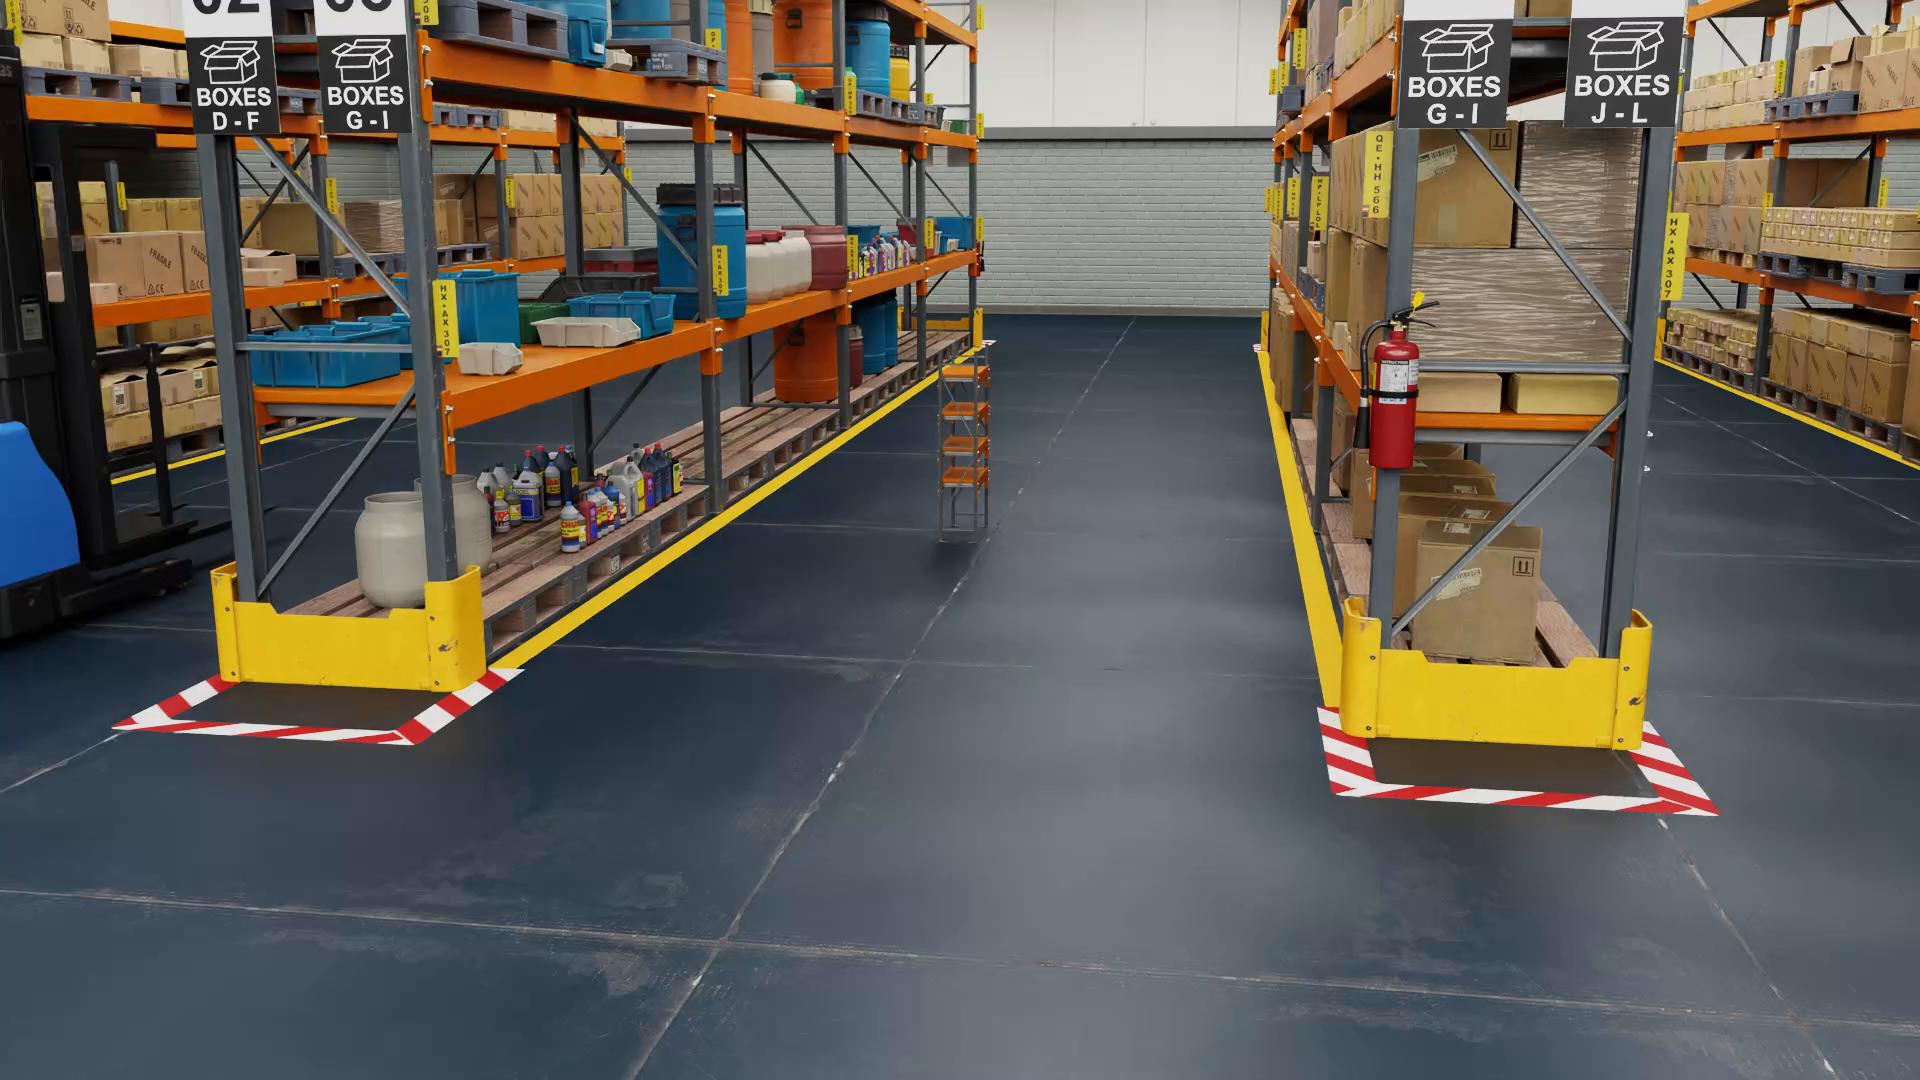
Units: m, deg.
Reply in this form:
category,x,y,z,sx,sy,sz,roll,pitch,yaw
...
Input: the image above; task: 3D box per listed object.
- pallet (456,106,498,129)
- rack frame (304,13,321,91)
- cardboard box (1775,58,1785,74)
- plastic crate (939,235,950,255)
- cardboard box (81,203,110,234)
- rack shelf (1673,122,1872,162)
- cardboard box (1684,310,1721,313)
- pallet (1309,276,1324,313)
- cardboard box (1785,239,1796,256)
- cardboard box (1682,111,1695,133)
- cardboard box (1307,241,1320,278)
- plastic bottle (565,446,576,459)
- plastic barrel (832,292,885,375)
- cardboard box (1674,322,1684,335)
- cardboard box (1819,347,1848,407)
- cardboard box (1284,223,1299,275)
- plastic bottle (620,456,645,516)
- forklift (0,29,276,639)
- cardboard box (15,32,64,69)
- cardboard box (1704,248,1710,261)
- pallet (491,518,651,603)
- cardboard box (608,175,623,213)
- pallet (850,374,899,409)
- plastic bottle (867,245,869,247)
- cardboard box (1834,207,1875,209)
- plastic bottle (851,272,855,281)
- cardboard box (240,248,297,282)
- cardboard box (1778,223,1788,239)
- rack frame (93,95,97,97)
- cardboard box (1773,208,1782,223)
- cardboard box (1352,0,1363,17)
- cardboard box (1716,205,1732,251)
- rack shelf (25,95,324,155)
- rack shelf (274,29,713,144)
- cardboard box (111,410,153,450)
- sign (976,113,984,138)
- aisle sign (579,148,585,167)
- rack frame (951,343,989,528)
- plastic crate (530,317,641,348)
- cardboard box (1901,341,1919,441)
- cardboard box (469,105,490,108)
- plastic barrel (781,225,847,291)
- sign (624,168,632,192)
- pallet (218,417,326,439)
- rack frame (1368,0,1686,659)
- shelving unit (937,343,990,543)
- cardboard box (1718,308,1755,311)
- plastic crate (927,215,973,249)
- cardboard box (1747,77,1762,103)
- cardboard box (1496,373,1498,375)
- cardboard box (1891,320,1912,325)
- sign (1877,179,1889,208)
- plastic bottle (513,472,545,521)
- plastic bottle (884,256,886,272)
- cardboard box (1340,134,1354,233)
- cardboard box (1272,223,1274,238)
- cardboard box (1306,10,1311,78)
category,x,y,z,sx,sy,sz,roll,pitch,yaw
pallet,-5.955,-4.728,18.638,1.213,0.211,1.003,2,12,9
rack frame,-6.400,-5.587,15.058,1.000,3.000,0.127,2,12,9
cardboard box,8.666,-4.890,17.166,0.380,0.149,0.250,1,12,6
plastic crate,-0.339,-3.670,20.658,0.416,0.233,0.300,2,12,9
cardboard box,-10.502,-3.746,19.767,0.500,0.500,0.500,2,12,8
rack shelf,9.196,-4.514,18.909,1.077,0.370,4.000,2,12,9
cardboard box,9.164,-2.759,20.535,0.380,0.149,0.250,2,12,10
pallet,3.124,-1.825,12.299,1.003,0.211,1.213,2,12,9
cardboard box,8.254,-2.837,16.136,0.380,0.149,0.250,2,12,9
cardboard box,9.182,-5.124,20.385,0.500,0.250,0.500,2,12,11
cardboard box,2.903,-2.123,12.584,0.500,0.250,0.500,2,12,7
plastic bottle,-2.604,-0.490,11.077,0.097,0.271,0.097,0,12,0
plastic barrel,-1.101,-2.245,17.775,0.600,0.901,0.708,2,12,9
cardboard box,9.071,-2.617,20.582,0.380,0.149,0.250,2,12,8
cardboard box,8.265,-1.498,15.262,0.500,0.500,0.500,1,12,6
cardboard box,3.531,-2.918,16.674,0.500,0.500,0.500,2,12,7
plastic bottle,-2.015,-0.330,10.148,0.144,0.351,0.185,2,12,8
forklift,-4.904,-1.129,8.774,1.130,2.935,3.031,2,12,11
cardboard box,-6.911,-3.548,12.075,0.500,0.250,0.500,3,13,15
cardboard box,9.001,-3.363,19.576,0.380,0.149,0.250,2,12,8
pallet,-2.451,0.096,9.547,1.003,0.211,1.213,2,12,9
cardboard box,-4.967,-4.756,22.830,0.500,0.500,0.500,2,12,8
pallet,-1.236,-1.549,17.178,1.003,0.211,1.213,2,12,9
plastic bottle,-0.949,-2.913,17.196,0.097,0.271,0.097,0,12,0
cardboard box,9.019,-3.267,16.720,0.380,0.149,0.250,2,12,11
plastic bottle,-1.025,-2.583,15.634,0.061,0.283,0.133,2,12,9
cardboard box,-6.499,-2.536,15.354,0.500,0.311,0.500,3,12,12
cardboard box,8.296,-3.037,16.357,0.380,0.149,0.250,2,12,10
rack frame,-10.680,-6.579,19.663,1.000,3.000,0.127,2,12,9
cardboard box,8.336,-3.231,16.555,0.380,0.149,0.250,2,12,10
cardboard box,2.259,-2.812,8.709,0.380,0.149,0.250,2,12,8
cardboard box,8.842,-3.499,18.667,0.500,0.500,0.500,2,12,8
rack shelf,-6.708,-3.353,13.518,1.077,0.370,4.000,2,12,9
rack shelf,-2.429,-2.359,8.906,1.077,0.370,4.000,2,12,9
cardboard box,-6.629,-0.865,12.917,0.500,0.250,0.500,2,12,10
sign,0.270,-5.559,22.297,0.100,0.325,0.005,2,12,9
aisle sign,-5.450,-5.614,23.253,0.394,0.787,0.004,2,12,9
rack frame,0.063,-0.672,10.763,0.240,1.200,0.015,2,12,9
plastic crate,-2.121,-1.185,9.499,0.530,0.136,0.437,2,12,9
cardboard box,8.091,-1.132,12.972,1.050,0.750,0.750,2,12,8
cardboard box,-5.465,-5.218,19.633,0.500,0.250,0.500,2,12,9
plastic barrel,-1.278,-2.453,14.433,0.600,0.536,0.708,2,12,9
sign,-4.625,-5.018,23.159,0.100,0.325,0.005,2,12,9
pallet,-6.565,-1.121,15.194,1.003,0.211,1.213,2,12,9
rack frame,2.157,-0.667,6.469,1.000,3.000,0.127,2,12,9
shelving unit,0.025,-0.621,10.527,0.258,1.200,0.503,2,12,9
cardboard box,9.672,-2.800,20.725,0.380,0.149,0.250,2,12,9
plastic crate,-0.143,-4.129,22.307,0.616,0.435,0.499,2,12,9
cardboard box,8.800,-4.833,17.849,0.500,0.250,0.500,1,12,6
cardboard box,2.565,-0.752,7.458,0.380,0.149,0.250,2,12,9
cardboard box,8.785,-1.845,15.089,0.500,0.250,0.500,2,12,9
sign,9.437,-3.532,17.015,0.100,0.325,0.005,2,12,9
plastic bottle,-2.600,-0.262,10.010,0.152,0.276,0.135,2,12,9
plastic bottle,-0.813,-2.854,17.087,0.097,0.201,0.097,0,12,0
cardboard box,2.299,-1.889,8.823,0.500,0.500,0.500,2,12,9
cardboard box,4.204,-3.870,20.982,0.500,0.250,0.500,2,12,8
cardboard box,3.061,-4.003,13.402,0.500,0.500,0.500,2,12,9
